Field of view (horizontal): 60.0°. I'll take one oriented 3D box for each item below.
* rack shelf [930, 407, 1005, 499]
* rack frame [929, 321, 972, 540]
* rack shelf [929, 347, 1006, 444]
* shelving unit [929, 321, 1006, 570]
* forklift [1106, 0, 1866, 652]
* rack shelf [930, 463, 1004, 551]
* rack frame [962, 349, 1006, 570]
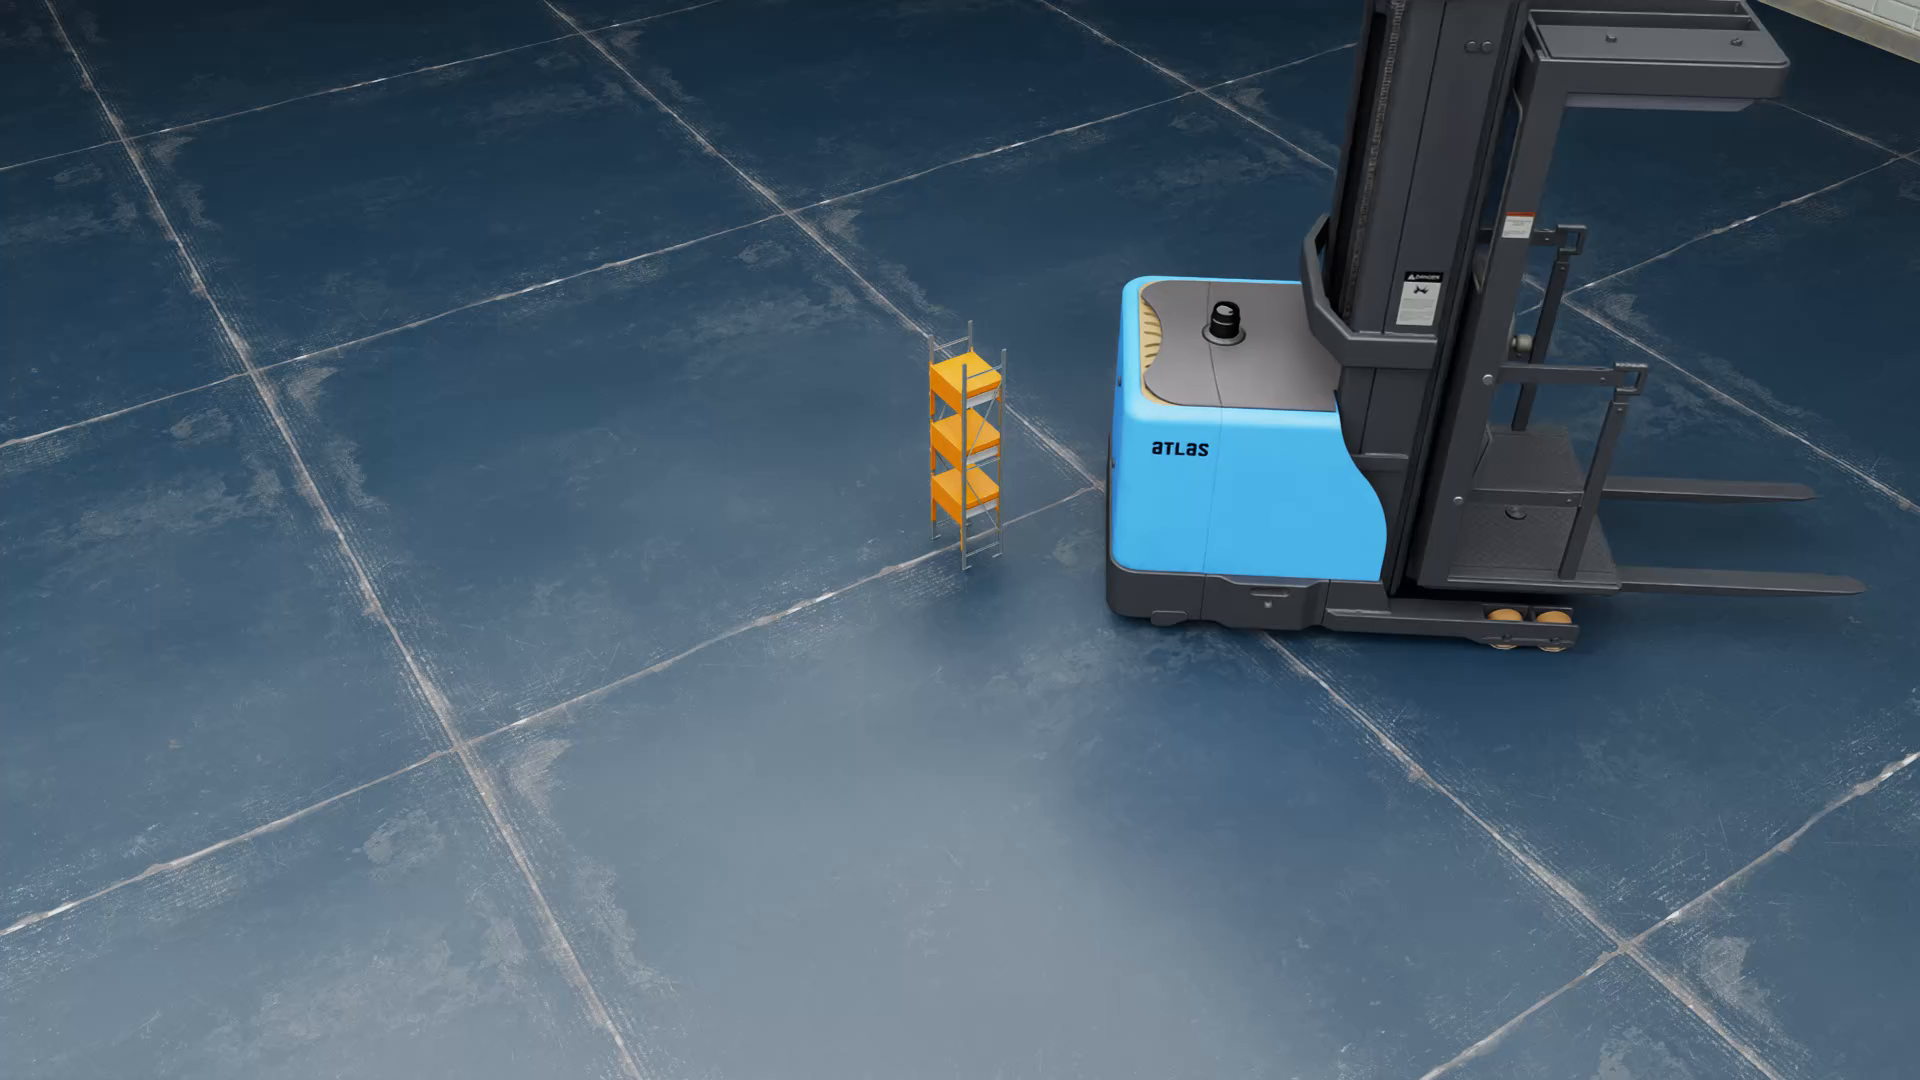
[{"bbox_3d":[0.029,-0.366,6.886,0.215,0.259,0.240,-22,45,-24],"label":"rack shelf"},{"bbox_3d":[-0.037,-0.440,6.958,0.200,1.050,0.008,-22,45,-24],"label":"rack frame"},{"bbox_3d":[0.029,-0.584,6.704,0.215,0.259,0.240,-22,45,-24],"label":"rack shelf"},{"bbox_3d":[0.029,-0.374,6.879,0.215,1.050,0.252,-22,45,-24],"label":"shelving unit"},{"bbox_3d":[2.142,-1.031,6.197,3.031,2.935,1.130,3,40,3],"label":"forklift"},{"bbox_3d":[0.029,-0.153,7.064,0.215,0.259,0.240,-22,45,-24],"label":"rack shelf"},{"bbox_3d":[0.094,-0.309,6.800,0.200,1.050,0.008,-22,45,-24],"label":"rack frame"}]
